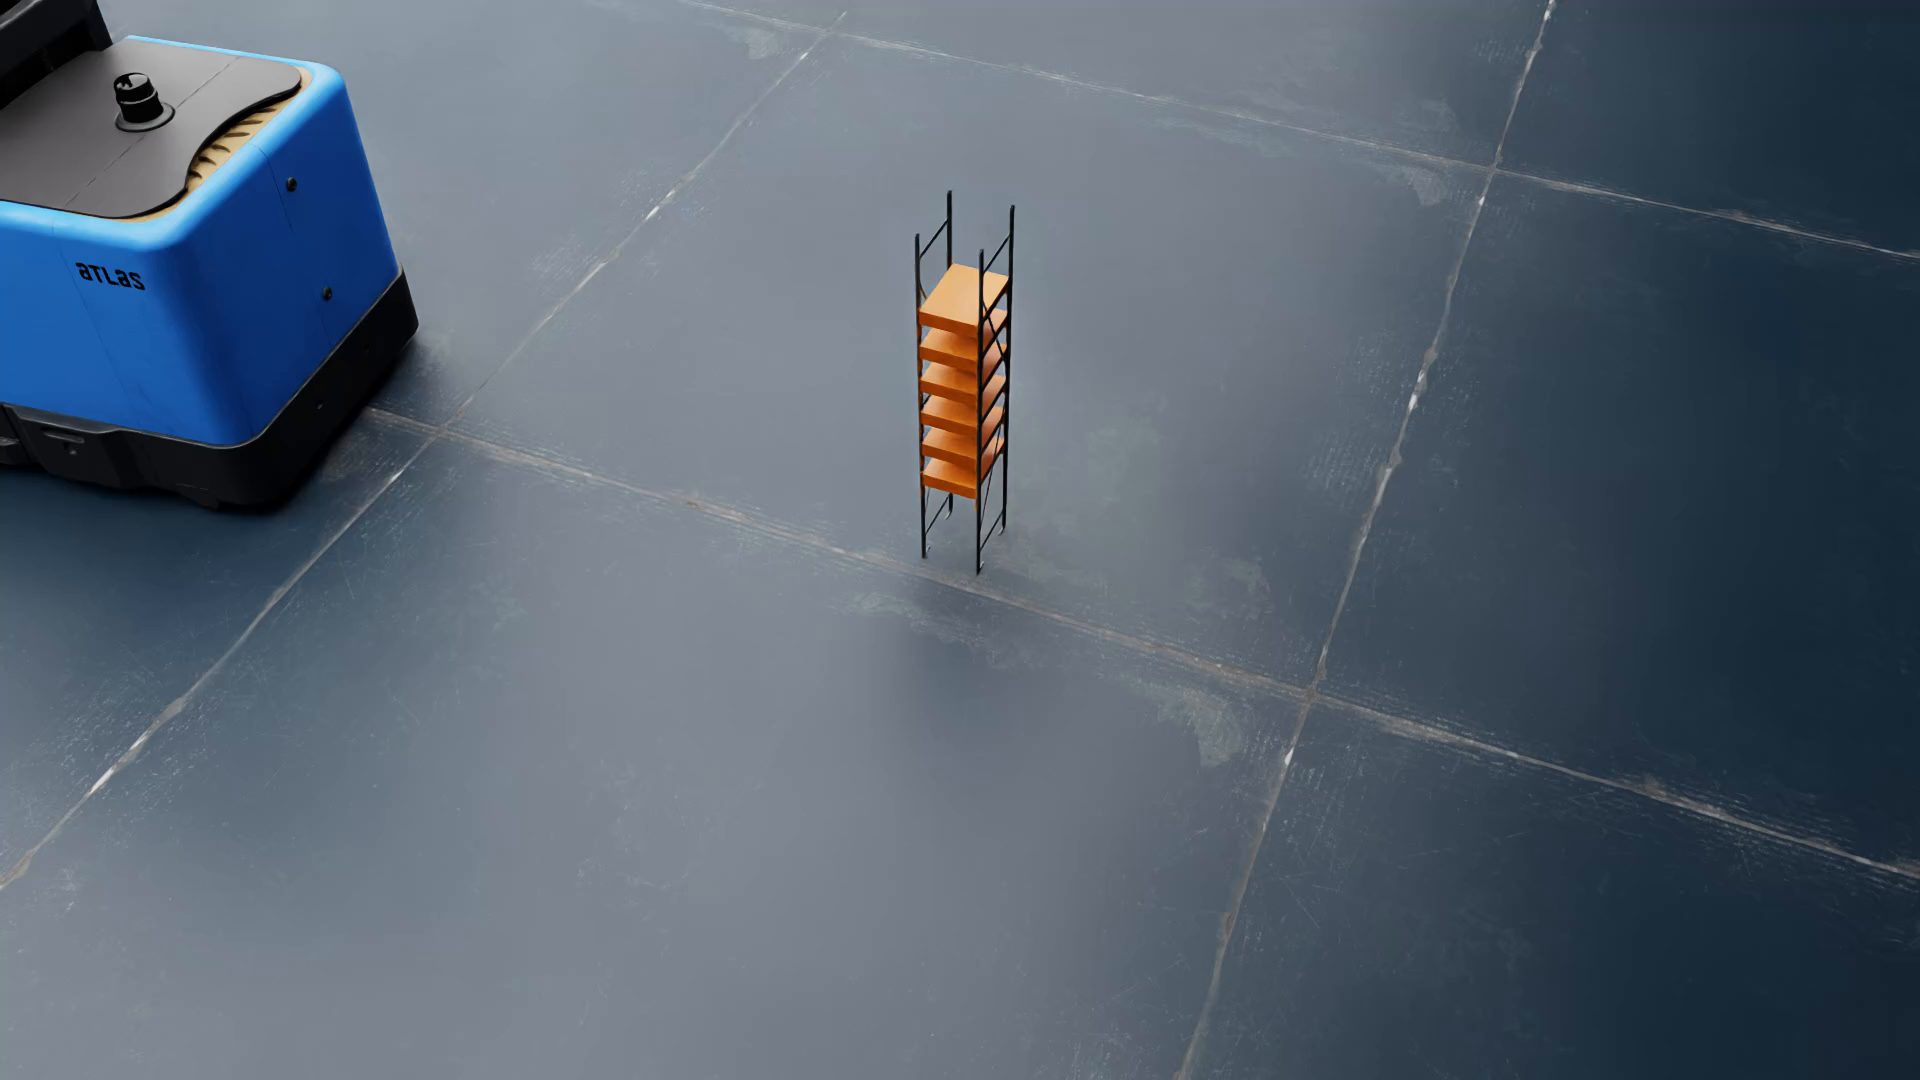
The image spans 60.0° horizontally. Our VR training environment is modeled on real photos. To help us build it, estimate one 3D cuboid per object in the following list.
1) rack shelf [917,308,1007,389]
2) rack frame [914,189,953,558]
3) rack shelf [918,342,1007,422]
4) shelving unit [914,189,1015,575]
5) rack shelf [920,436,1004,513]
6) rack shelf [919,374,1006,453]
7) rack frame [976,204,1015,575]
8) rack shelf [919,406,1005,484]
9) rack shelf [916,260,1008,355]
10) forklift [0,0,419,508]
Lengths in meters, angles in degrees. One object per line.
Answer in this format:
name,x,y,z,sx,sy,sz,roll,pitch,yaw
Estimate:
rack shelf,0.013,-0.560,4.685,0.180,0.103,0.258,16,47,16
rack frame,-0.071,-0.446,4.848,0.006,1.200,0.240,16,47,16
rack shelf,0.013,-0.475,4.770,0.180,0.103,0.258,16,47,16
shelving unit,0.013,-0.421,4.823,0.189,1.200,0.258,16,47,16
rack shelf,0.013,-0.220,5.023,0.180,0.103,0.258,16,47,16
rack shelf,0.013,-0.390,4.854,0.180,0.103,0.258,16,47,16
rack frame,0.098,-0.397,4.798,0.006,1.200,0.240,16,47,16
rack shelf,0.013,-0.305,4.939,0.180,0.103,0.258,16,47,16
rack shelf,0.013,-0.645,4.600,0.180,0.103,0.258,16,47,16
forklift,-3.499,-1.721,4.902,3.031,2.935,1.130,11,46,11
